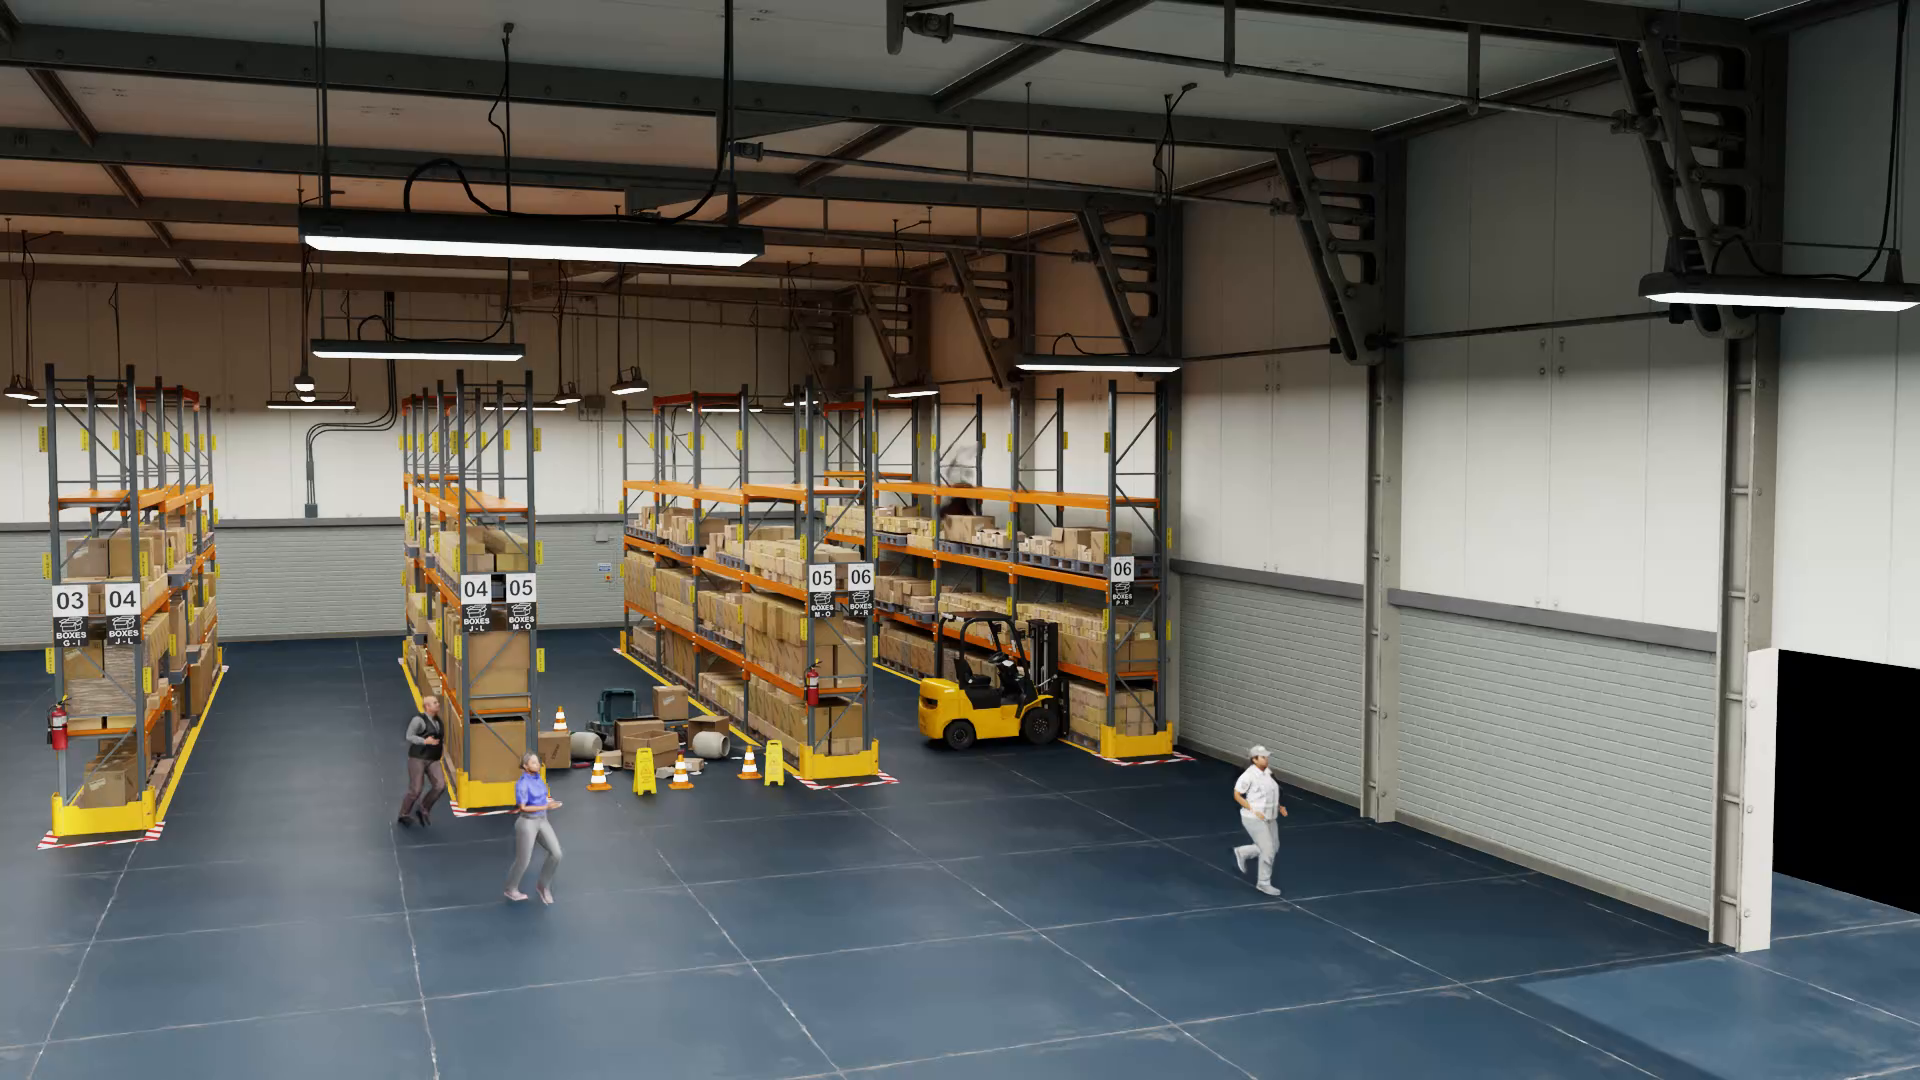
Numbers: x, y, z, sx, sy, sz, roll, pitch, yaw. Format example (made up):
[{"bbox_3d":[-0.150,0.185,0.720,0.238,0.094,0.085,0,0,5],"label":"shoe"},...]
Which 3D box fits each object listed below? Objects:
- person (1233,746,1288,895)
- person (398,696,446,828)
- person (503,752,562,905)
[{"bbox_3d":[3.320,3.114,18.621,0.648,1.641,0.608,3,5,43],"label":"person"},{"bbox_3d":[-6.944,2.899,21.771,0.665,1.710,0.664,2,4,36],"label":"person"},{"bbox_3d":[-4.611,3.130,17.993,0.718,1.694,0.541,1,4,24],"label":"person"}]
